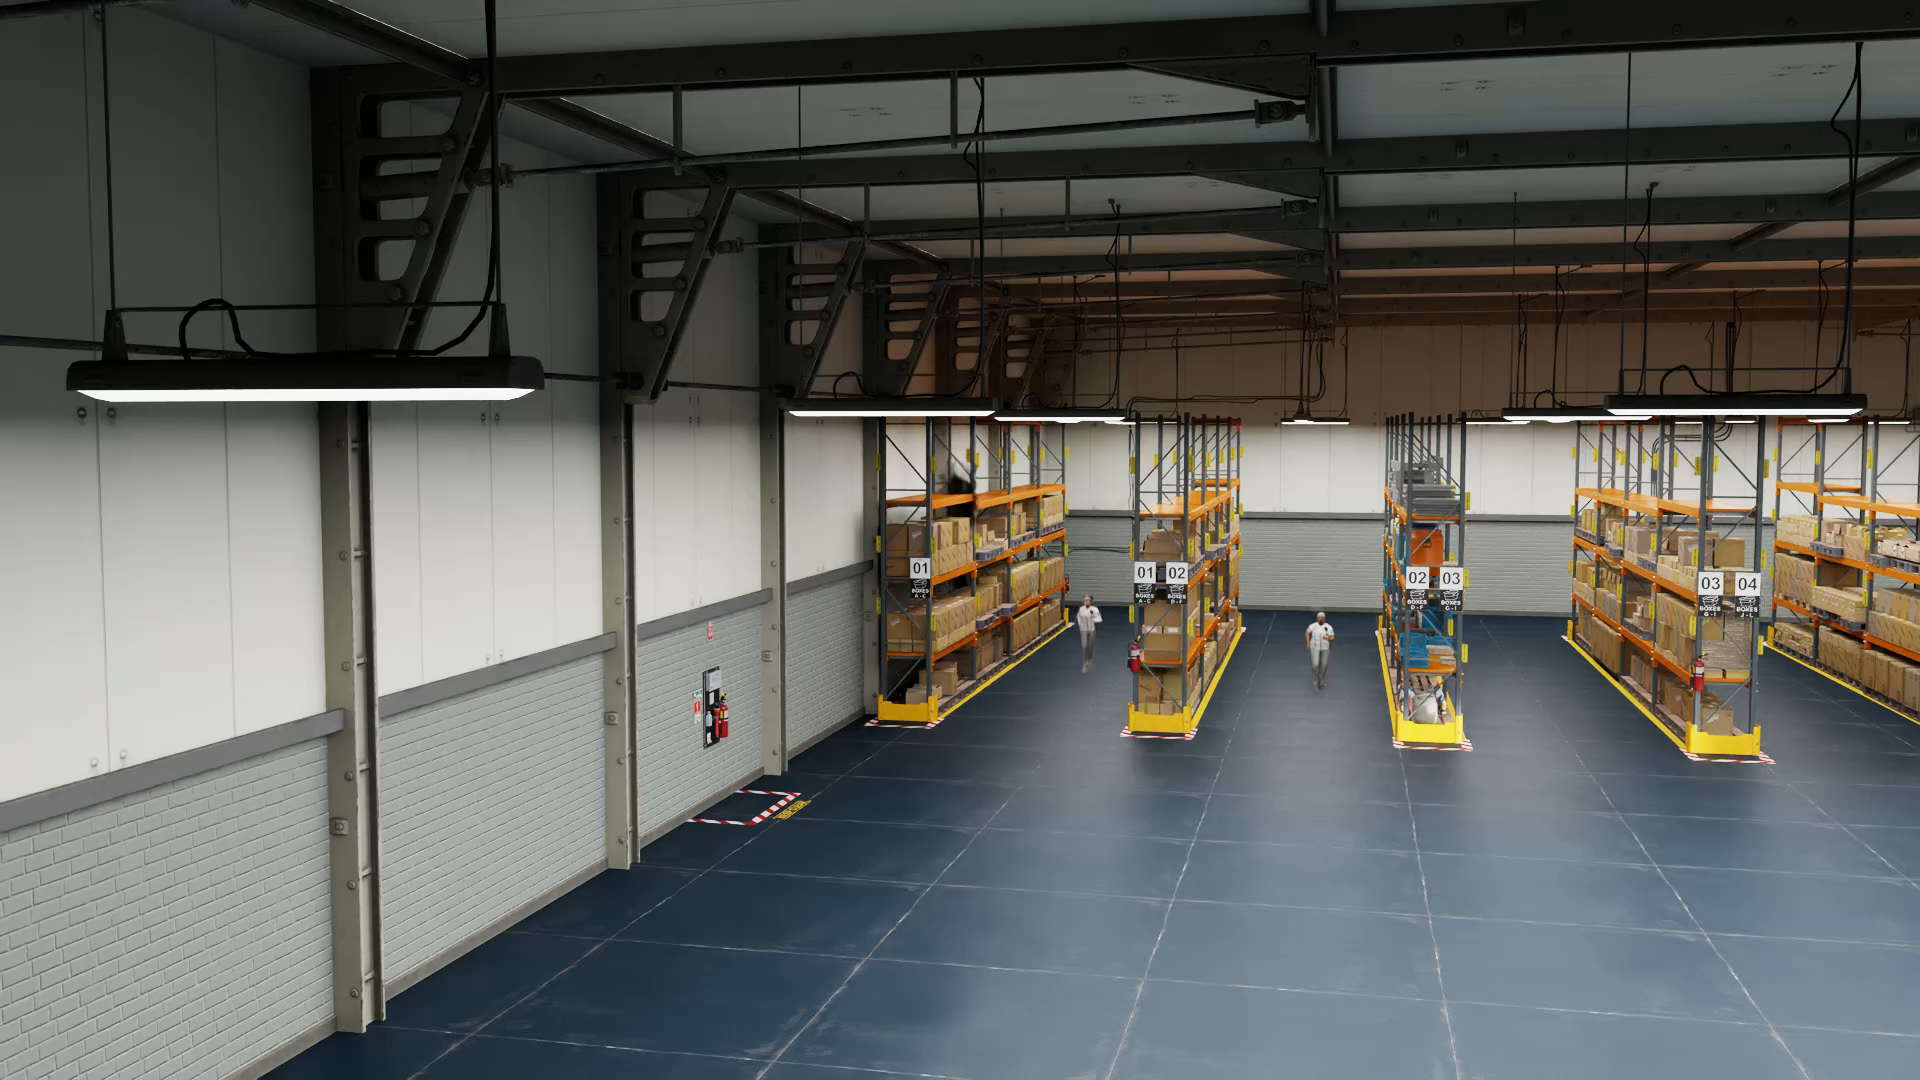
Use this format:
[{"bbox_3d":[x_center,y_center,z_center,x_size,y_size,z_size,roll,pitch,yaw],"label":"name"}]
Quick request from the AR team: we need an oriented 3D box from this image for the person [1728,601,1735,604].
[{"bbox_3d":[19.824,2.007,42.920,0.581,1.714,0.746,1,4,18],"label":"person"}]

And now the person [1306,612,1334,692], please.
[{"bbox_3d":[7.877,2.433,36.365,0.582,1.726,0.775,0,4,5],"label":"person"}]

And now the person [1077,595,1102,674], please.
[{"bbox_3d":[2.903,2.084,37.325,0.584,1.754,0.775,1,4,8],"label":"person"}]
